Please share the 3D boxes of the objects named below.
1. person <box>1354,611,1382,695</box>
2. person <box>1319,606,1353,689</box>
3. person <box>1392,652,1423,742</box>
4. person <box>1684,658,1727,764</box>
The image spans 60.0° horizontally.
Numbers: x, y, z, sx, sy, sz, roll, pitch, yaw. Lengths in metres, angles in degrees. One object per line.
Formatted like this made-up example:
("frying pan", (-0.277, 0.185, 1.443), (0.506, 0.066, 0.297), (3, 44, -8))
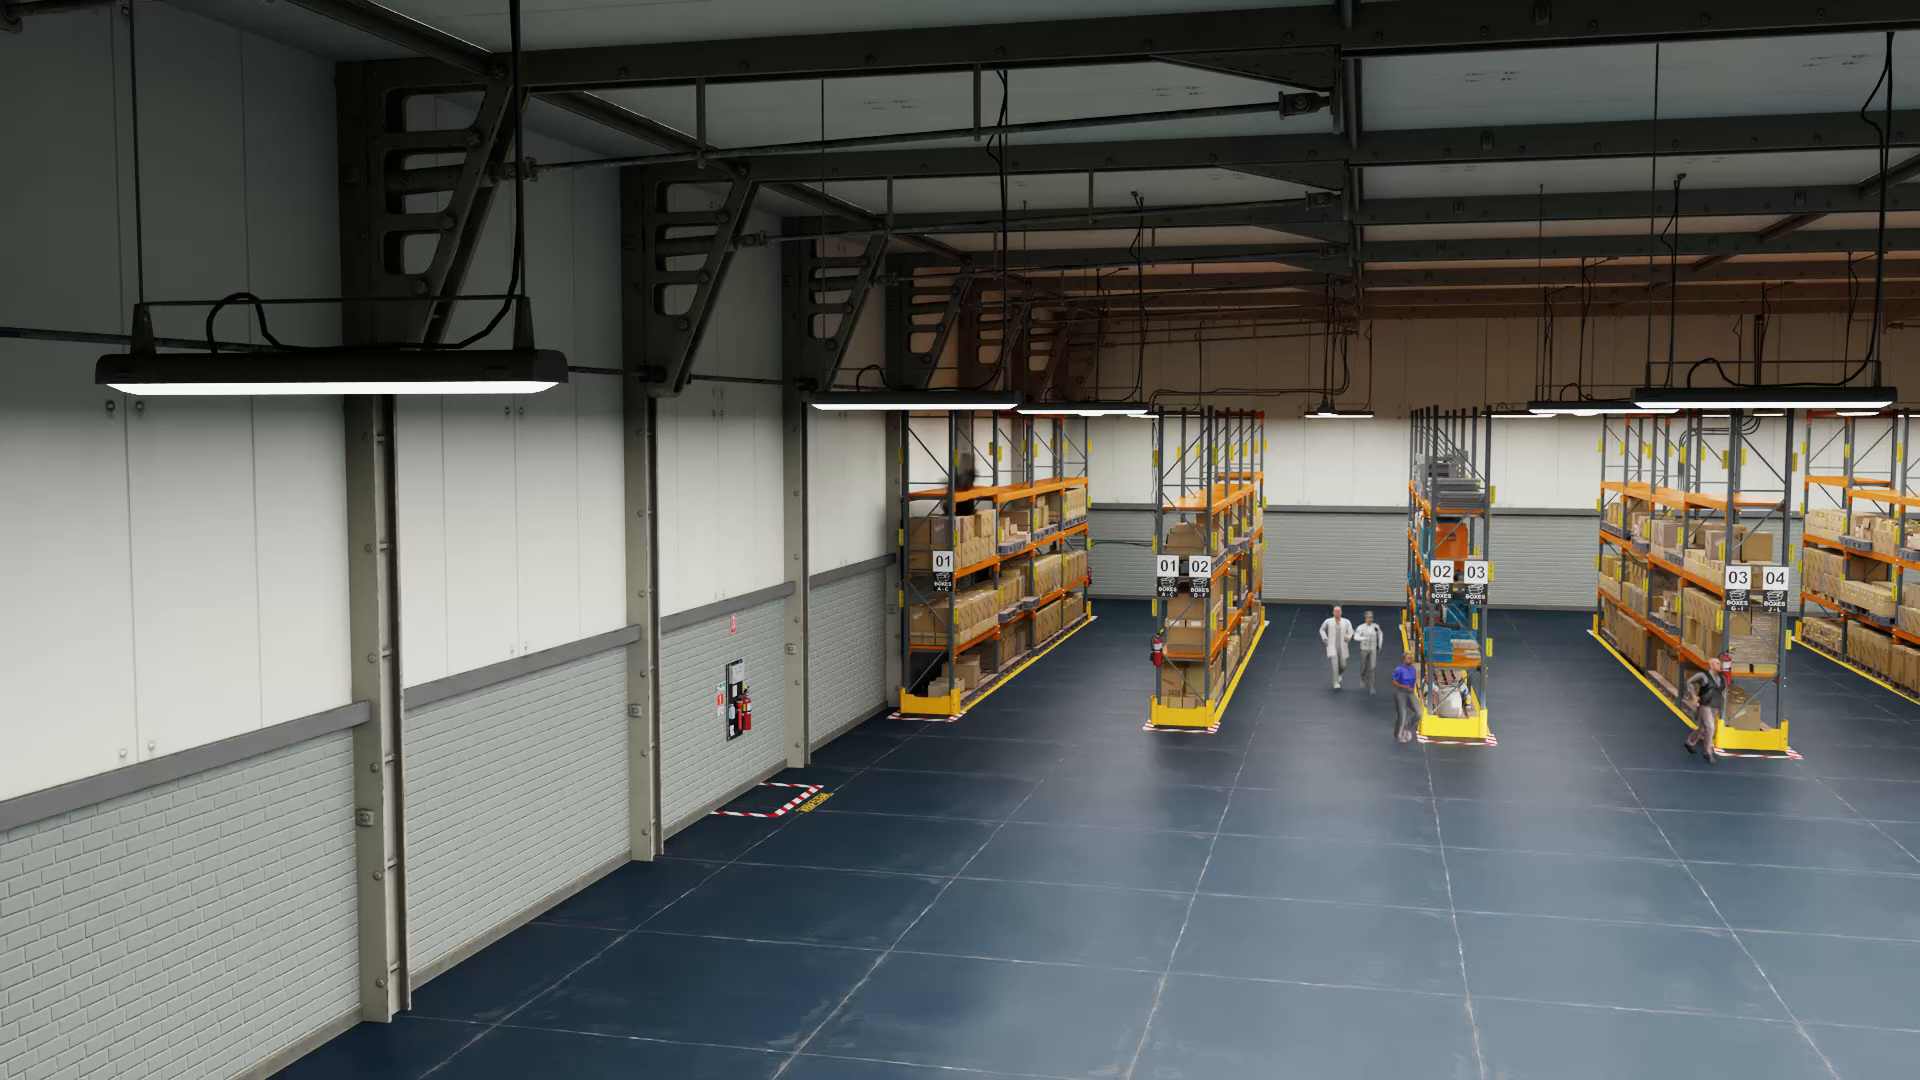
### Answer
("person", (8.610, 2.345, 35.072), (0.629, 1.717, 0.866), (0, 4, 5))
("person", (8.086, 2.292, 35.715), (0.715, 1.735, 0.826), (0, 4, 5))
("person", (7.957, 2.797, 29.582), (0.617, 1.624, 0.654), (-2, 4, -24))
("person", (12.673, 2.867, 28.157), (0.662, 1.755, 0.852), (-2, 4, -21))
